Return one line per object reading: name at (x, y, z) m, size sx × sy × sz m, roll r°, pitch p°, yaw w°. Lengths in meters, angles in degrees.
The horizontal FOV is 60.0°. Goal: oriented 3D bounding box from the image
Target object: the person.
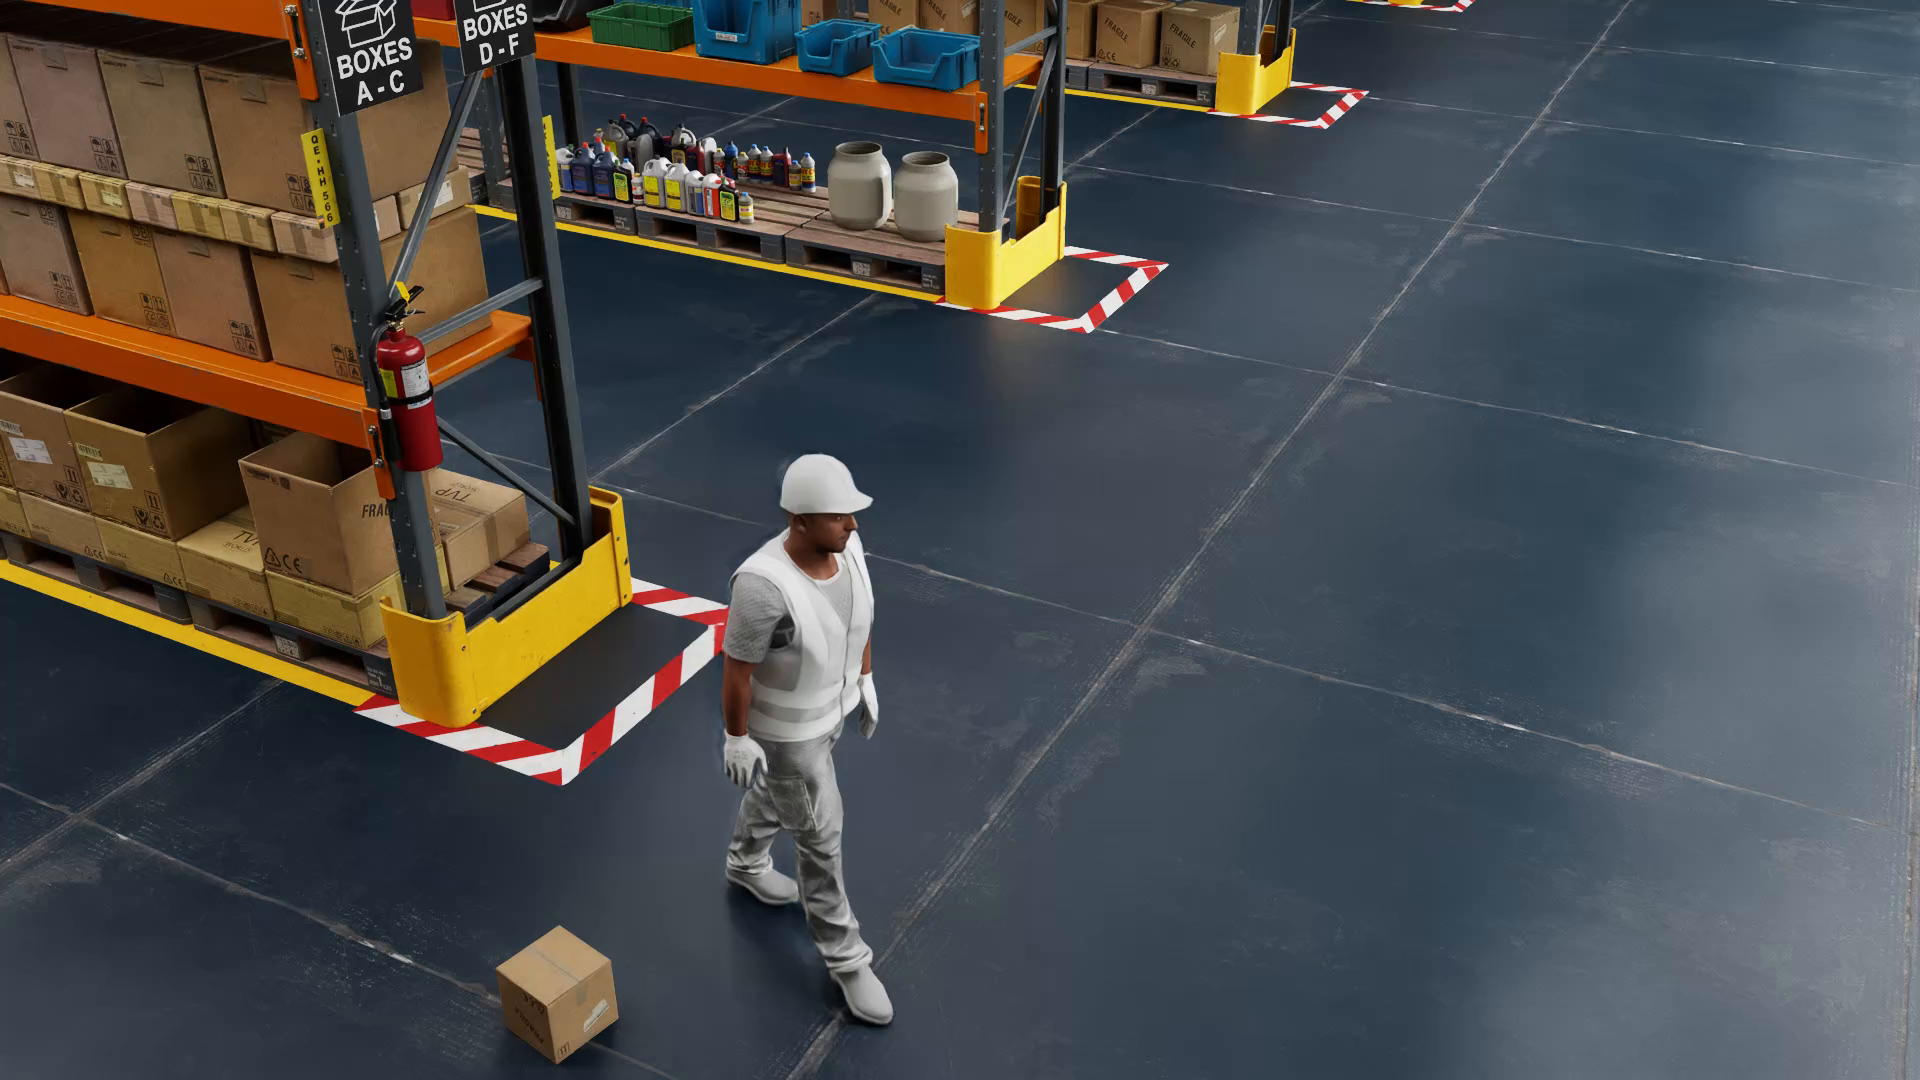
person at (-0.465, 0.544, 5.149) m, size 0.829 × 1.766 × 0.608 m, roll 14°, pitch 33°, yaw 23°
